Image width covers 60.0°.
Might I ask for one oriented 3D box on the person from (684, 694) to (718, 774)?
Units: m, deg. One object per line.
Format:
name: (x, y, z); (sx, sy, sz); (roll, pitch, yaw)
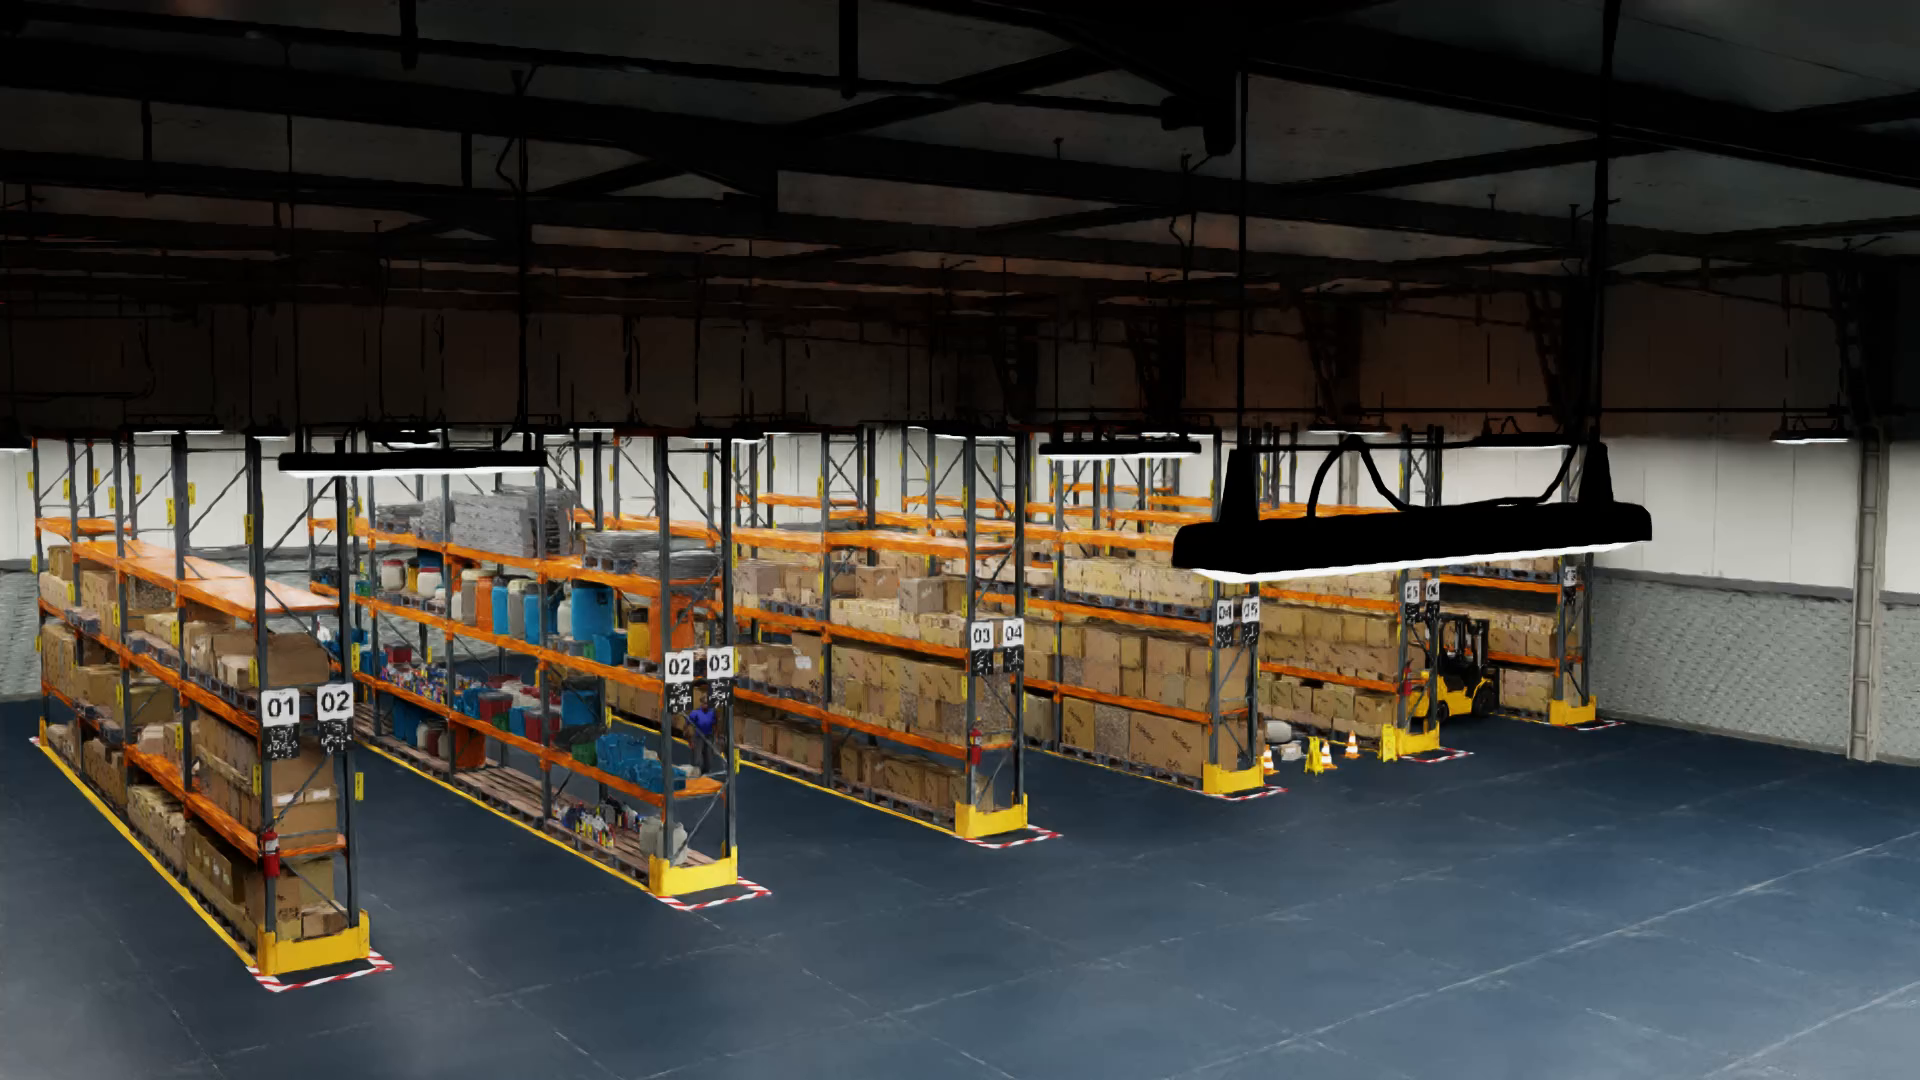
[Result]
person: (-4.323, 3.358, 27.774); (0.592, 1.604, 0.518); (-3, 6, -38)

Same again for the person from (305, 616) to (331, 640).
person: (-4.305, 0.220, 20.503); (12.044, 9.005, 38.714); (-1, 5, -14)
